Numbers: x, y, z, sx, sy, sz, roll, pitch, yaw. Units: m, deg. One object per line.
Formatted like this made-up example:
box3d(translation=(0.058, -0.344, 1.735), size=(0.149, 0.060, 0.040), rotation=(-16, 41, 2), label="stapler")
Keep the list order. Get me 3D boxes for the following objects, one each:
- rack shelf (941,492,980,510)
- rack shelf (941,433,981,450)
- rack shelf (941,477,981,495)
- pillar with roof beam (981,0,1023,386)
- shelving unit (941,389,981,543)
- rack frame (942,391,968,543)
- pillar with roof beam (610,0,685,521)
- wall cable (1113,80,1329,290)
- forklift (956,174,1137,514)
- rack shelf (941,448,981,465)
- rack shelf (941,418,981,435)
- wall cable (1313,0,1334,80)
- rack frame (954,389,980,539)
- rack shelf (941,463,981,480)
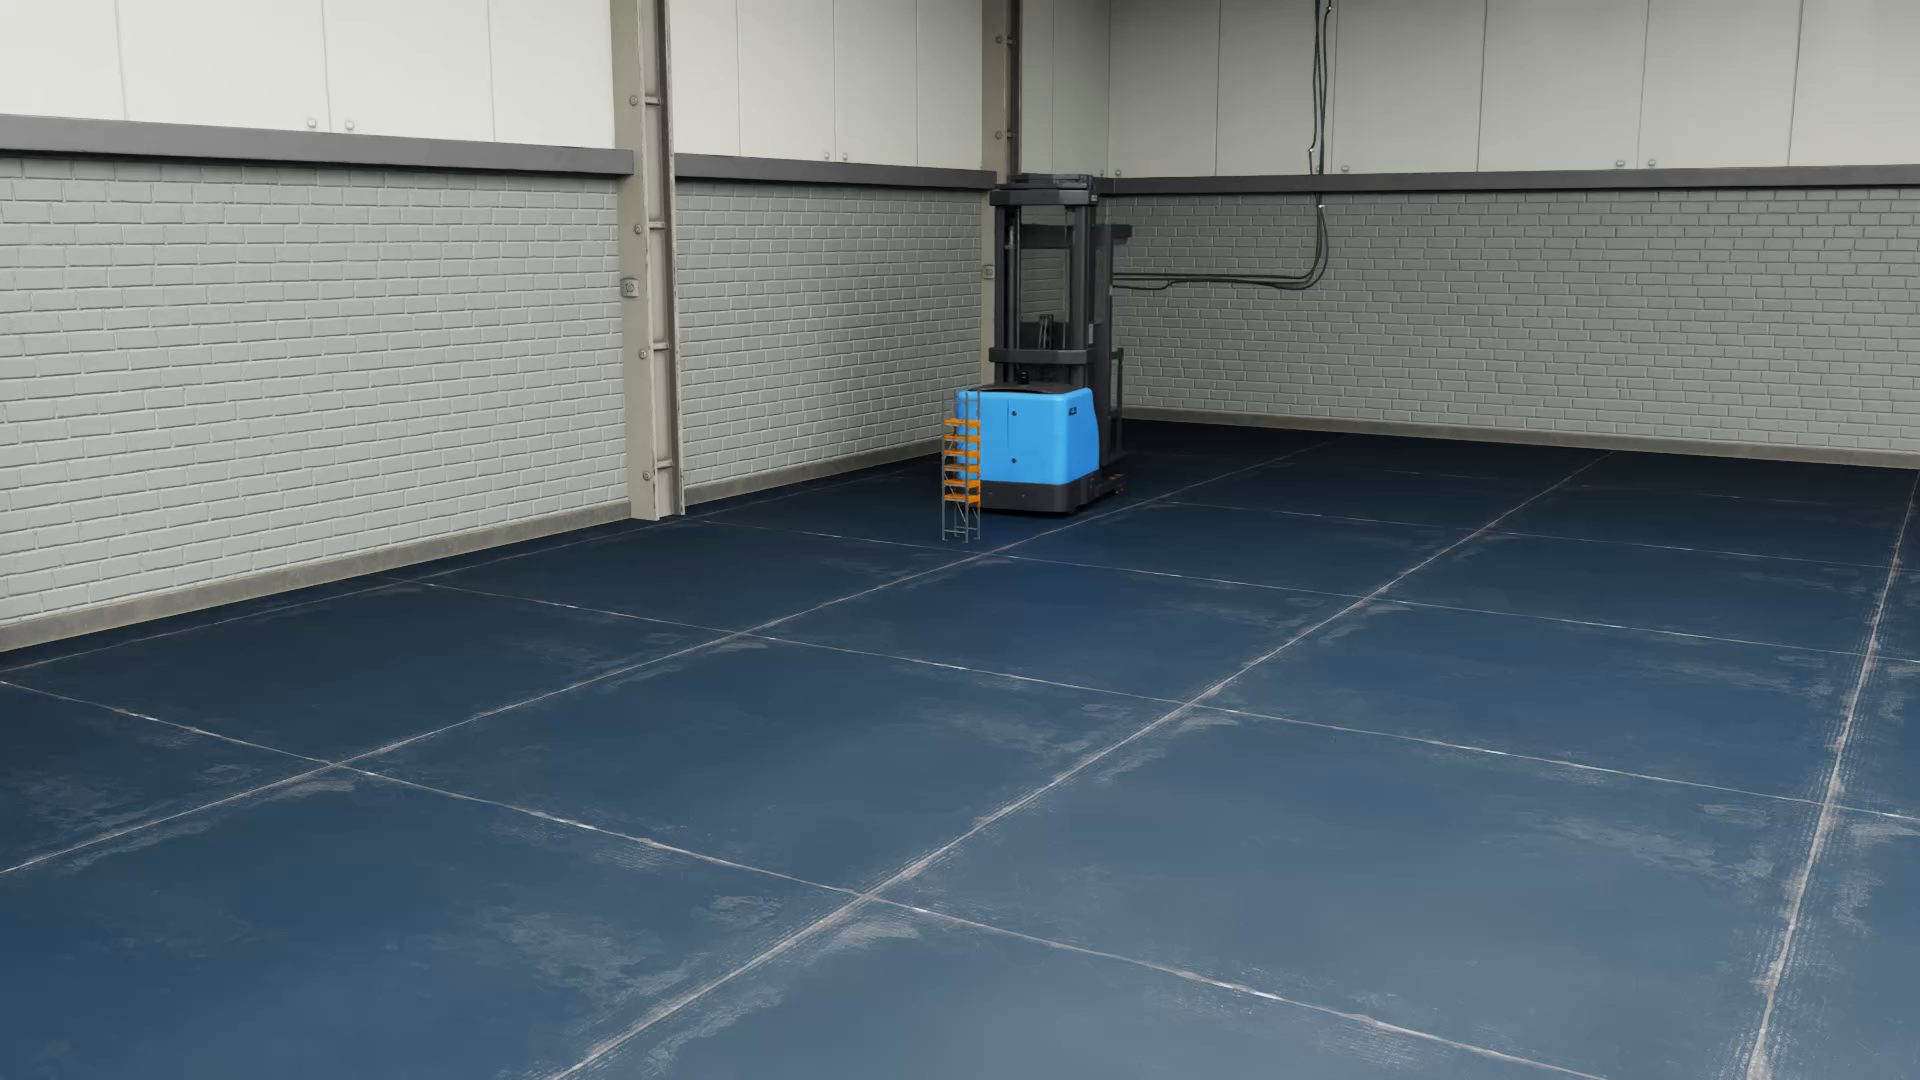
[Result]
box3d(translation=(0.008, -0.312, 13.323), size=(0.258, 0.103, 0.180), rotation=(6, 12, 31), label="rack shelf")
box3d(translation=(0.008, -0.784, 13.234), size=(0.258, 0.103, 0.180), rotation=(6, 12, 31), label="rack shelf")
box3d(translation=(0.008, -0.430, 13.301), size=(0.258, 0.103, 0.180), rotation=(6, 12, 31), label="rack shelf")
box3d(translation=(4.153, -5.167, 16.515), size=(9.100, 9.000, 0.400), rotation=(6, 12, 31), label="pillar with roof beam")
box3d(translation=(0.008, -0.592, 13.270), size=(0.258, 1.200, 0.189), rotation=(6, 12, 31), label="shelving unit")
box3d(translation=(-0.040, -0.578, 13.194), size=(0.240, 1.200, 0.006), rotation=(6, 12, 31), label="rack frame")
box3d(translation=(1.038, -4.224, 11.474), size=(9.100, 9.000, 0.400), rotation=(6, 12, 31), label="pillar with roof beam")
box3d(translation=(3.134, -4.389, 20.797), size=(3.097, 2.526, 0.112), rotation=(6, 12, 31), label="wall cable")
box3d(translation=(0.951, -1.895, 15.527), size=(1.130, 2.935, 3.031), rotation=(4, 11, 21), label="forklift")
box3d(translation=(0.008, -0.666, 13.257), size=(0.258, 0.103, 0.180), rotation=(6, 12, 31), label="rack shelf")
box3d(translation=(0.008, -0.902, 13.212), size=(0.258, 0.103, 0.180), rotation=(6, 12, 31), label="rack shelf")
box3d(translation=(5.446, -6.613, 18.952), size=(3.097, 2.526, 0.112), rotation=(6, 12, 31), label="wall cable")
box3d(translation=(0.055, -0.606, 13.347), size=(0.240, 1.200, 0.006), rotation=(6, 12, 31), label="rack frame")
box3d(translation=(0.008, -0.548, 13.279), size=(0.258, 0.103, 0.180), rotation=(6, 12, 31), label="rack shelf")
